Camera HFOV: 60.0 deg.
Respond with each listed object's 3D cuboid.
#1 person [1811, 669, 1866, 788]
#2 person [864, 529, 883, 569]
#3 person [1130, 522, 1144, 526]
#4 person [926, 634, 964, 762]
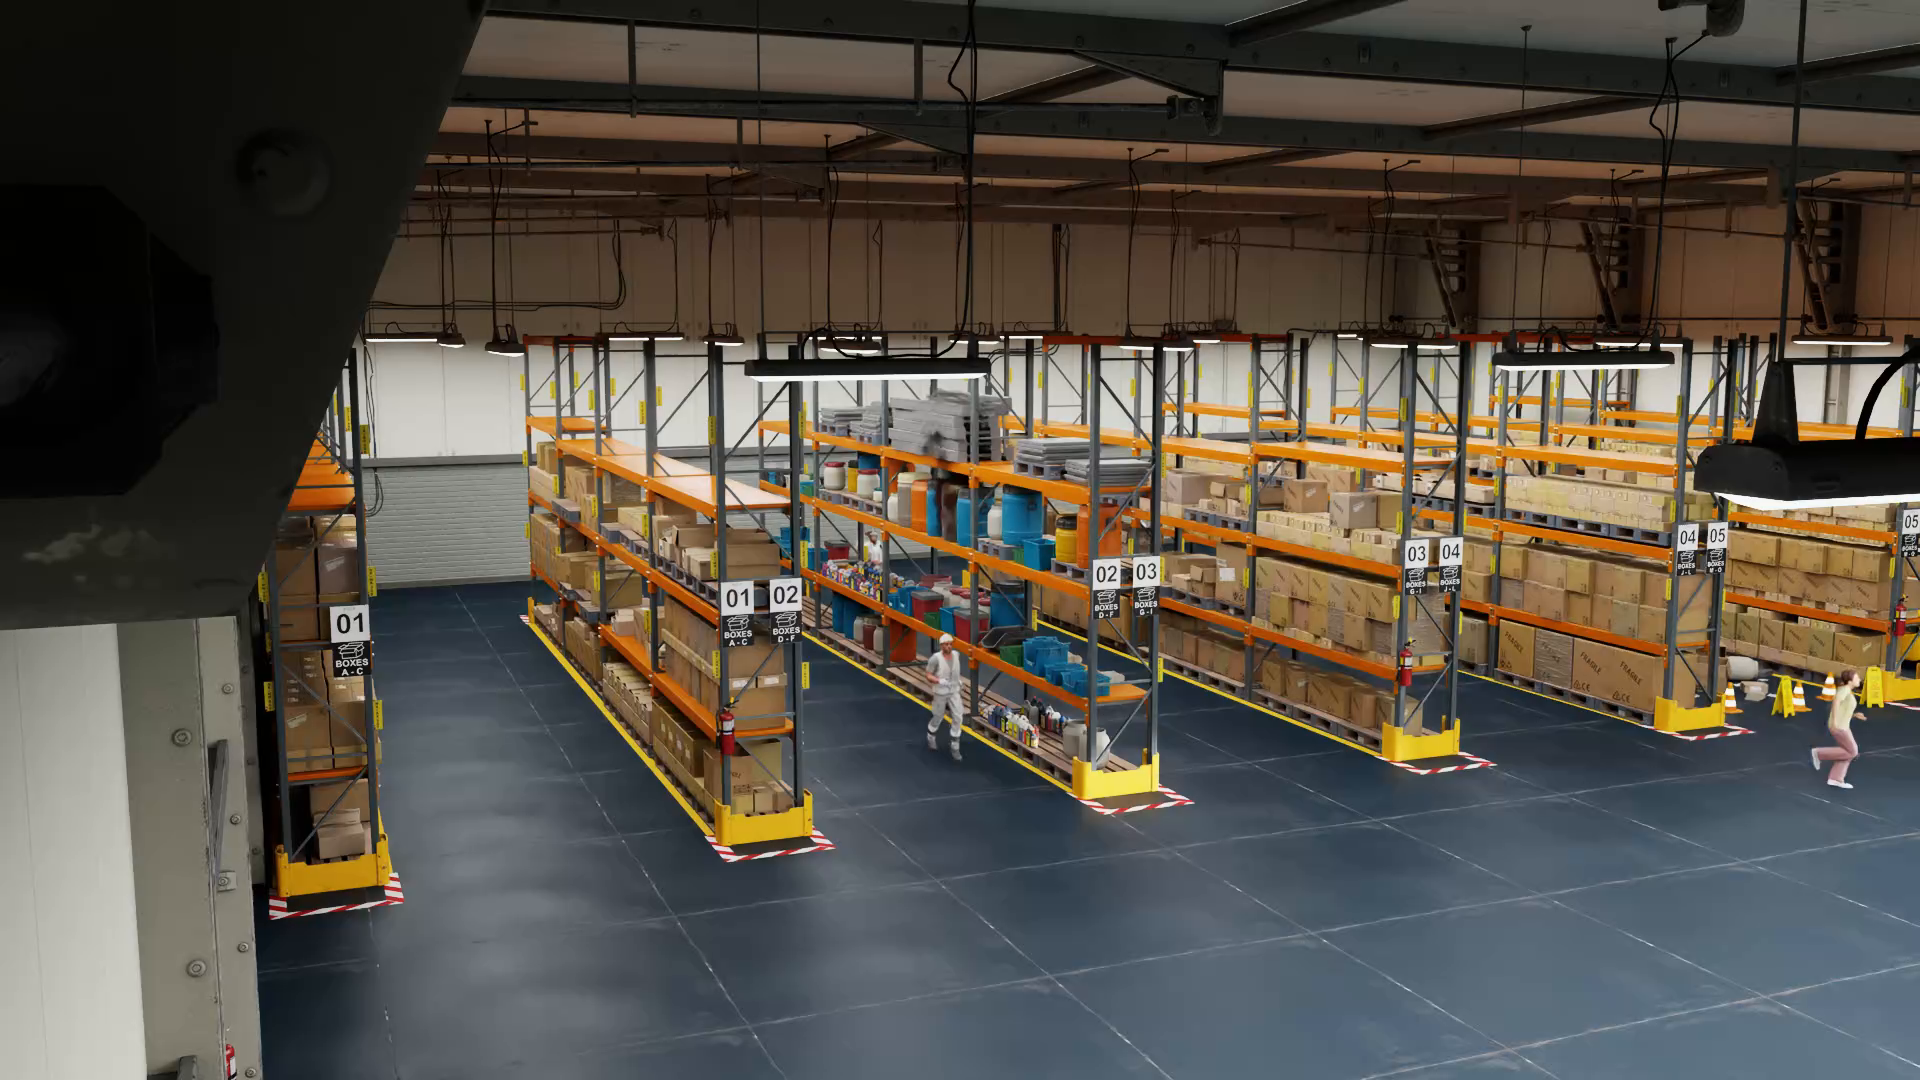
[{"bbox_3d":[11.941,2.557,22.580,0.646,1.620,0.618,3,8,23],"label":"person"},{"bbox_3d":[-1.856,0.611,36.633,0.666,1.724,0.531,-5,9,-32],"label":"person"},{"bbox_3d":[4.366,0.097,41.146,0.564,1.594,0.823,5,9,33],"label":"person"},{"bbox_3d":[-0.225,2.249,24.137,0.608,1.833,0.855,-3,8,-22],"label":"person"}]
